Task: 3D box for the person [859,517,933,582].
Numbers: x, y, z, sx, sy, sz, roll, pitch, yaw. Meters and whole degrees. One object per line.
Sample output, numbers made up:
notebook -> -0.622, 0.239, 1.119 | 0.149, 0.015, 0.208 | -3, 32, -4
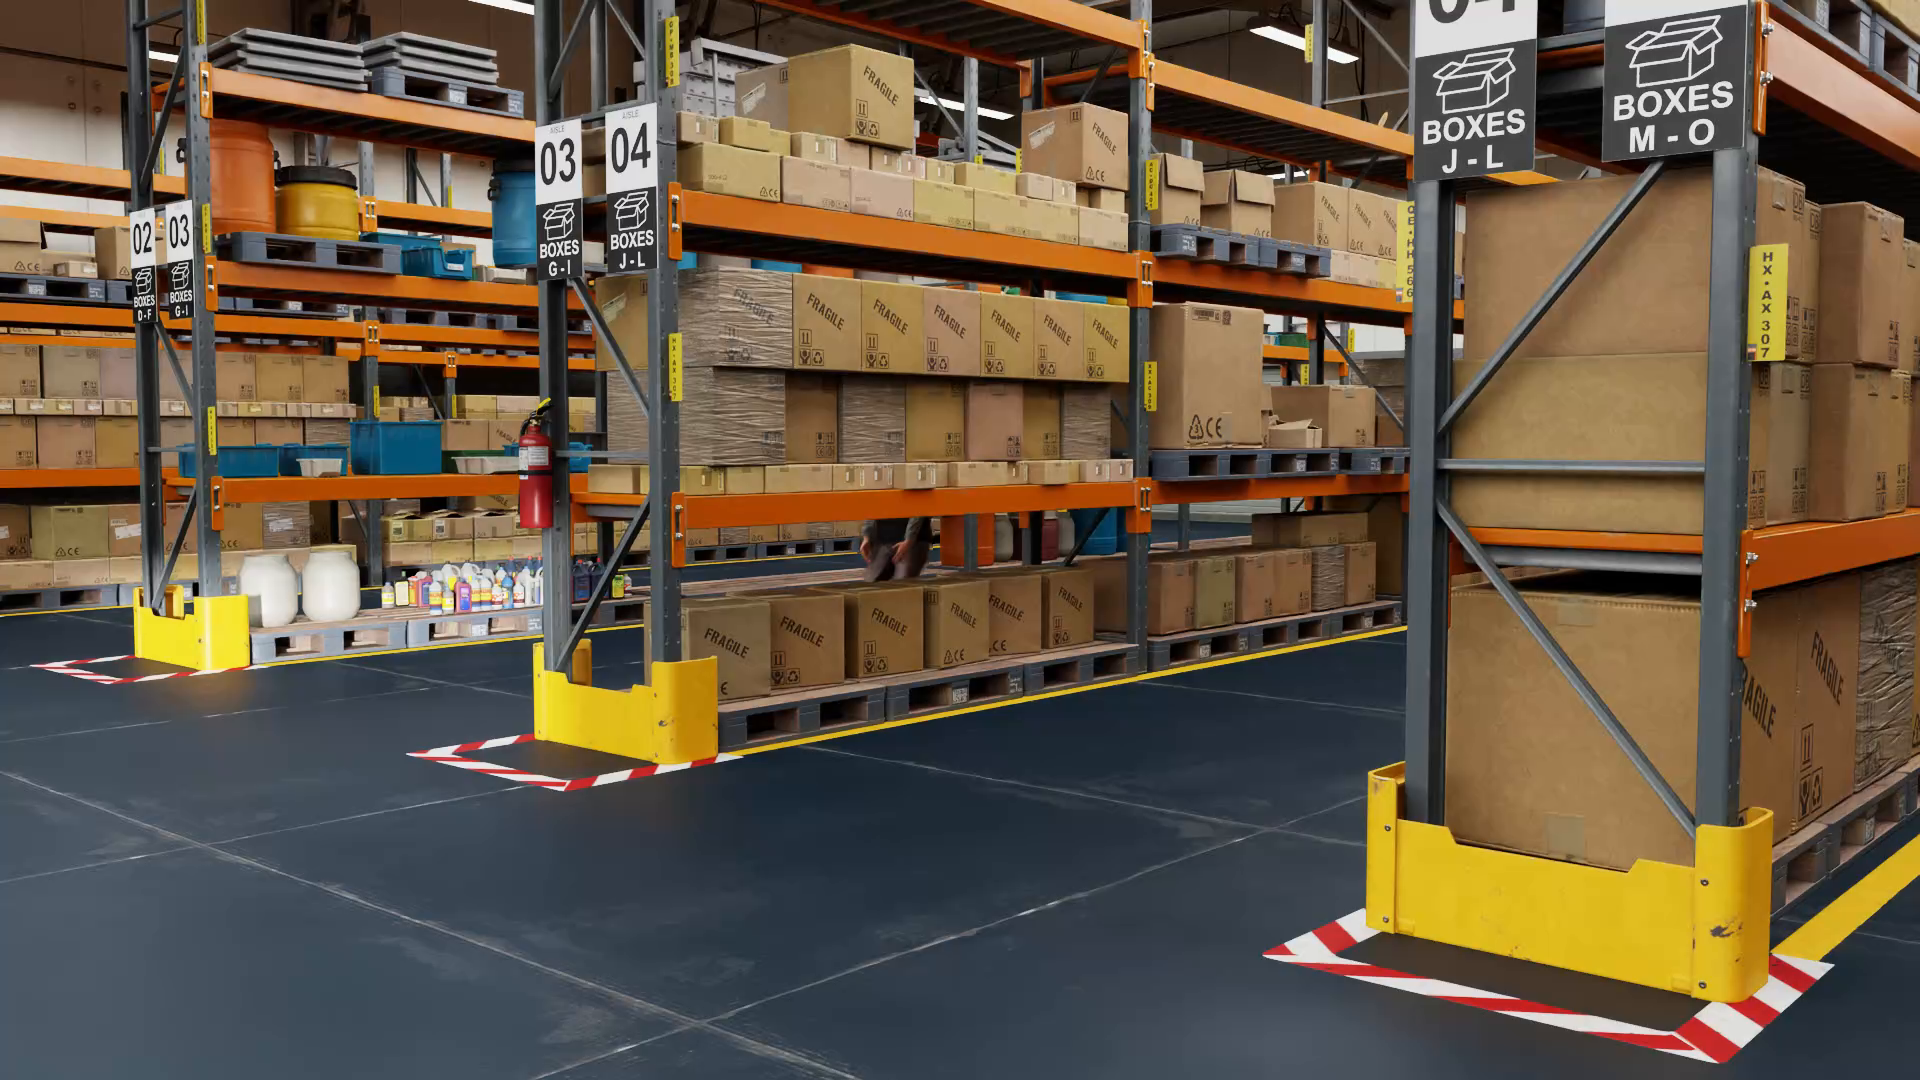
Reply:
person -> -0.455, 0.046, 12.280 | 0.578, 1.596, 0.532 | 3, 5, 42
